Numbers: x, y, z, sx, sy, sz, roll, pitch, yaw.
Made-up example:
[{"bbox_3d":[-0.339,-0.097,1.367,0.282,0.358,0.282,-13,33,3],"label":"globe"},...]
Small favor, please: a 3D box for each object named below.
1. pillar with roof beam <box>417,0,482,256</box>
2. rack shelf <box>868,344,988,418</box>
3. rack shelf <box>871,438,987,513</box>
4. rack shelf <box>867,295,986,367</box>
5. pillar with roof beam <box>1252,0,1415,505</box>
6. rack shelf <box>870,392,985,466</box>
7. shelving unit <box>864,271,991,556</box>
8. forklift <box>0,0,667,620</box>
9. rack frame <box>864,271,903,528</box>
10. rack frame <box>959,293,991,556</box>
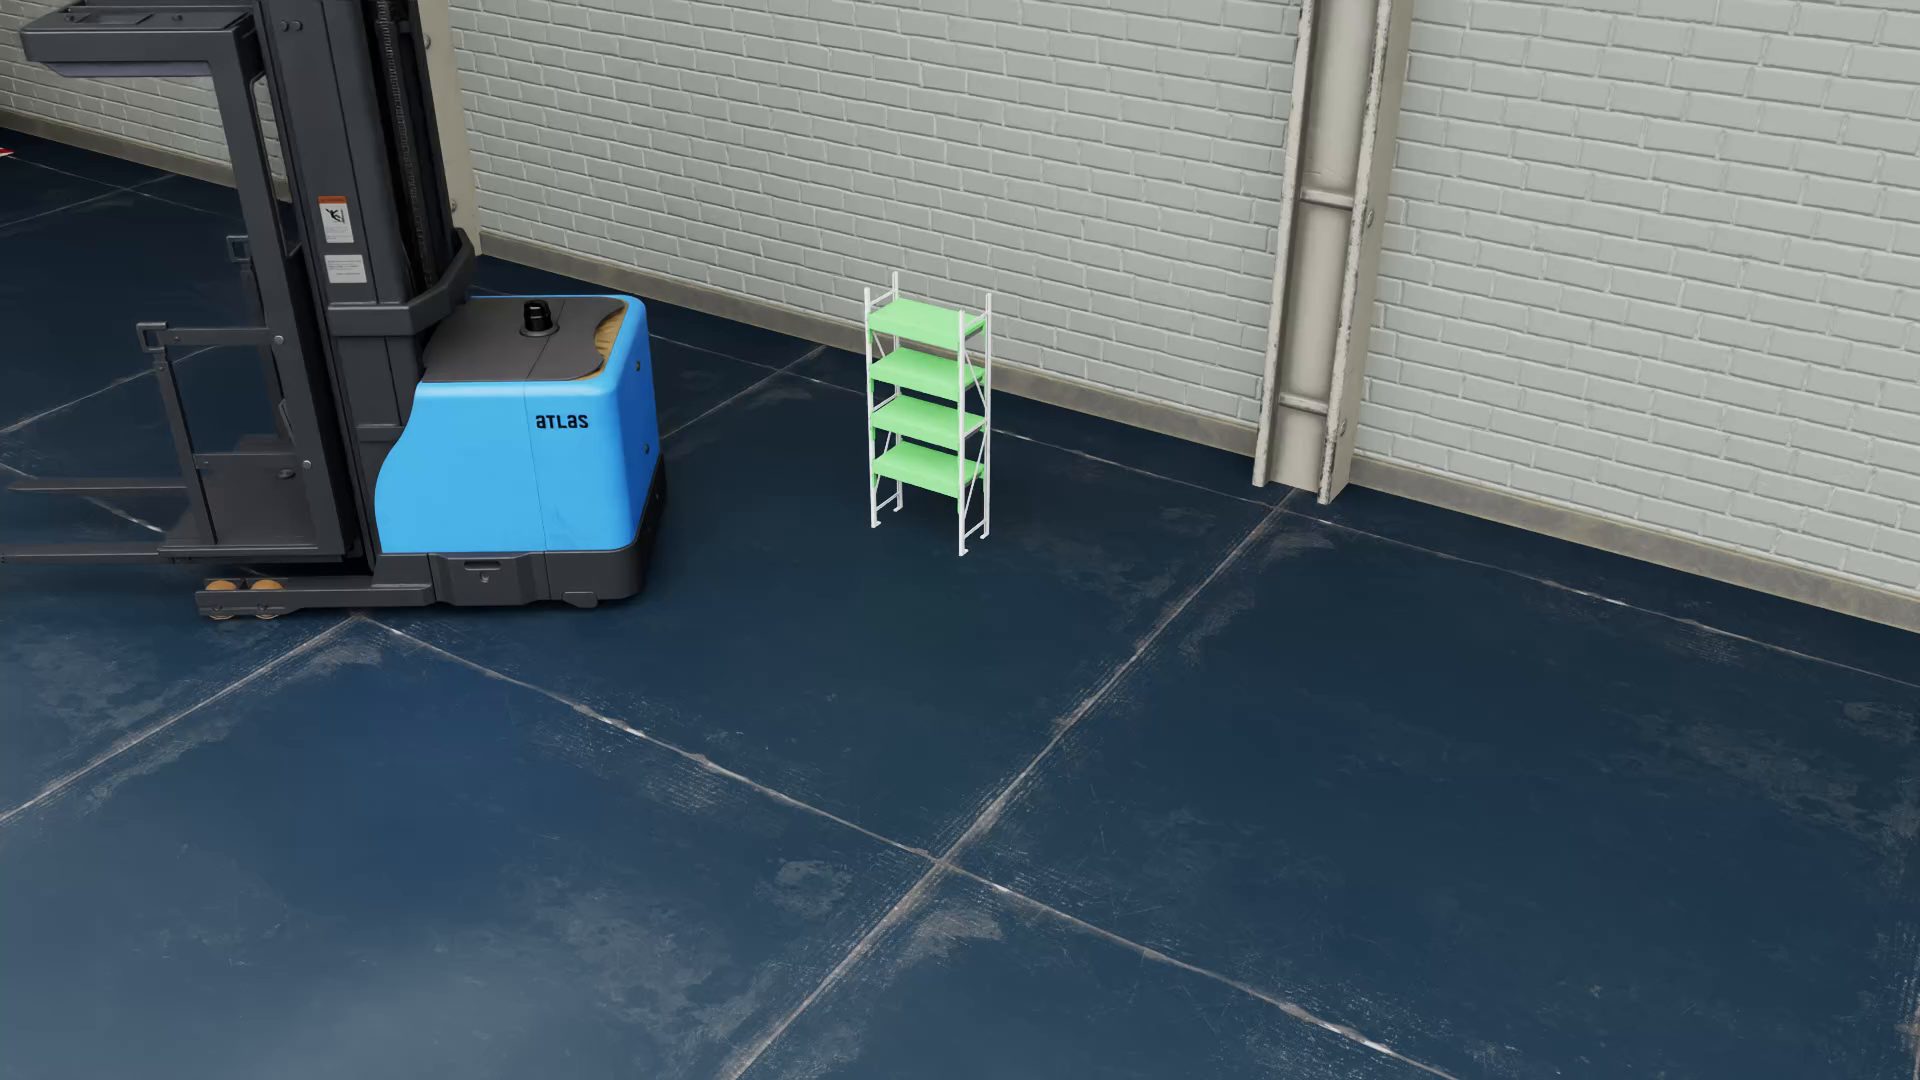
[{"bbox_3d":[-5.679,-3.944,5.581,0.400,9.000,9.100,18,35,27],"label":"pillar with roof beam"},{"bbox_3d":[-0.140,-0.715,7.435,0.480,0.148,0.258,18,35,27],"label":"rack shelf"},{"bbox_3d":[-0.140,-0.300,7.677,0.480,0.148,0.258,18,35,27],"label":"rack shelf"},{"bbox_3d":[-0.140,-0.922,7.314,0.480,0.148,0.258,18,35,27],"label":"rack shelf"},{"bbox_3d":[-0.598,-2.337,2.826,0.400,9.000,9.100,18,35,27],"label":"pillar with roof beam"},{"bbox_3d":[-0.140,-0.507,7.556,0.480,0.148,0.258,18,35,27],"label":"rack shelf"},{"bbox_3d":[-0.140,-0.563,7.524,0.503,1.200,0.258,18,35,27],"label":"shelving unit"},{"bbox_3d":[-2.910,-1.194,6.888,3.031,2.935,1.130,-1,30,-1],"label":"forklift"},{"bbox_3d":[-0.347,-0.628,7.636,0.015,1.200,0.240,18,35,27],"label":"rack frame"},{"bbox_3d":[0.066,-0.497,7.412,0.015,1.200,0.240,18,35,27],"label":"rack frame"}]
